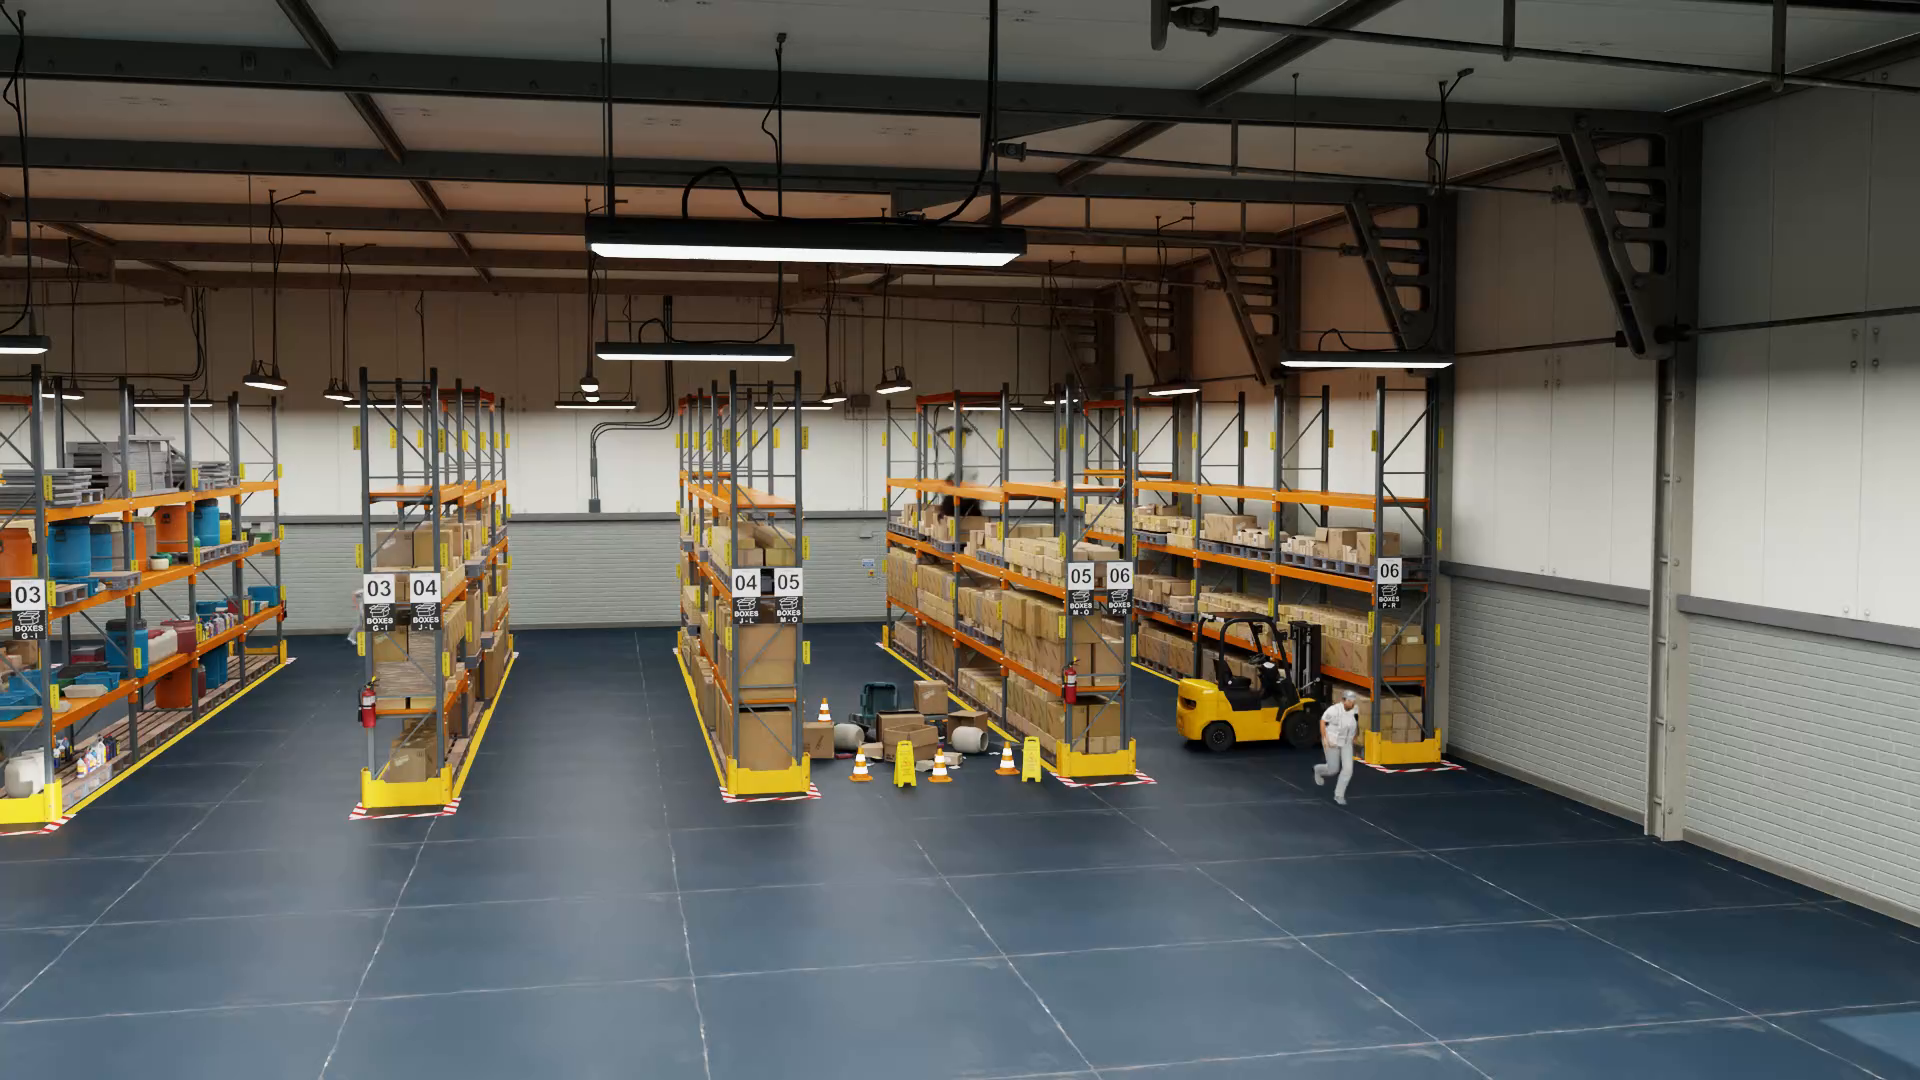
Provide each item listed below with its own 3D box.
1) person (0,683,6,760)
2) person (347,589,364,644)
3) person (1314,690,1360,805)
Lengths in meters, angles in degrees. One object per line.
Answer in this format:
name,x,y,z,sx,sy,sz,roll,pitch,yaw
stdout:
person,-14.567,2.656,24.875,0.671,1.763,0.667,0,3,3
person,-14.507,1.785,40.407,0.934,1.673,0.565,1,4,16
person,5.260,2.856,23.162,0.606,1.619,0.897,-2,4,-24
